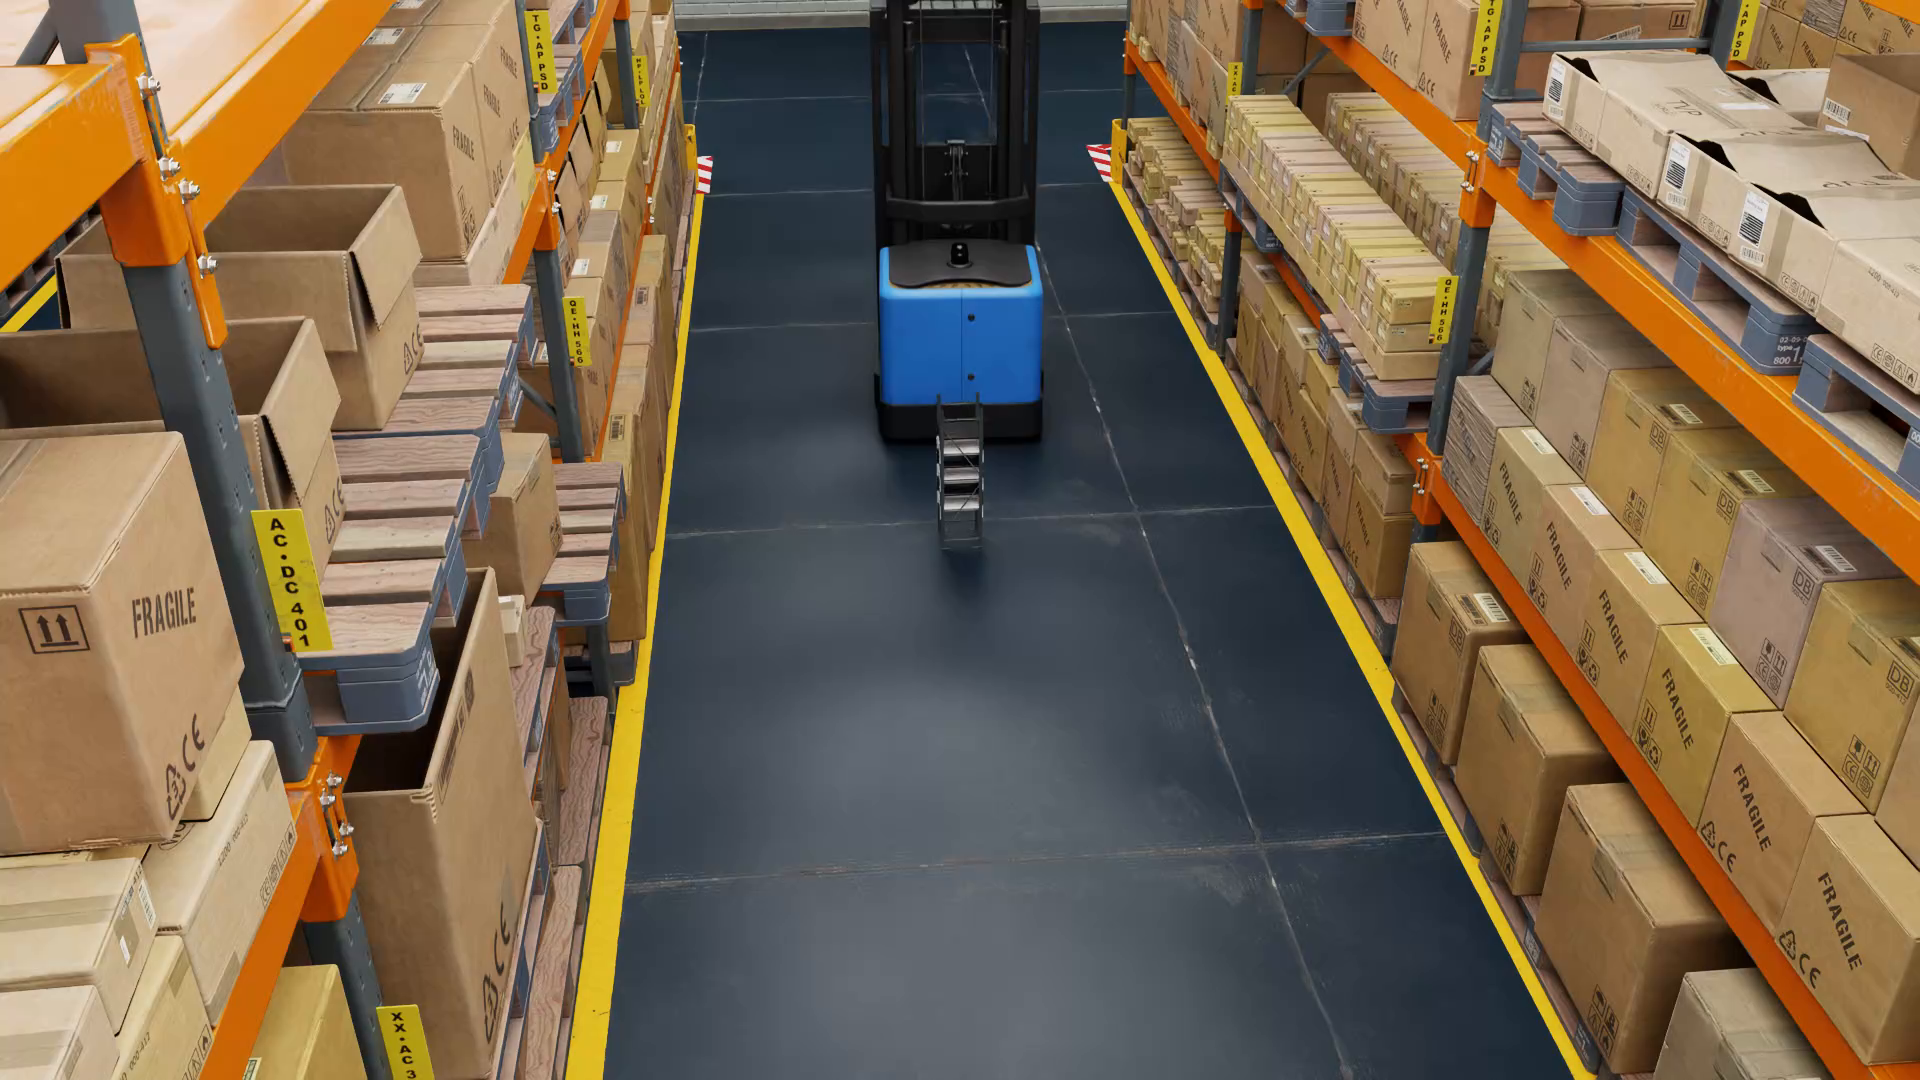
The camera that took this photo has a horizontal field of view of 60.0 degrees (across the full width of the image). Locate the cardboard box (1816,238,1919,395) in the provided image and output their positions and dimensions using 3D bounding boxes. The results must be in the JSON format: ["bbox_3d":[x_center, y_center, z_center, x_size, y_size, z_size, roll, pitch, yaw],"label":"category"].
[{"bbox_3d":[2.765,-0.630,4.594,0.500,0.250,0.500,-3,31,-5],"label":"cardboard box"}]

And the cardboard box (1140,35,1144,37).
[{"bbox_3d":[1.747,-4.273,14.224,0.380,0.149,0.250,-2,31,-3],"label":"cardboard box"}]

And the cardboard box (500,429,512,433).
[{"bbox_3d":[-2.132,-0.369,6.936,0.500,0.500,0.500,-6,31,-11],"label":"cardboard box"}]

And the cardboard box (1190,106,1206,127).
[{"bbox_3d":[1.939,-3.210,12.445,0.380,0.149,0.250,-4,31,-7],"label":"cardboard box"}]

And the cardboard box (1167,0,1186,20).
[{"bbox_3d":[1.886,-4.264,12.601,0.500,0.500,0.500,-4,31,-6],"label":"cardboard box"}]

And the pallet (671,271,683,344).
[{"bbox_3d":[-2.589,-1.656,12.318,1.003,0.211,1.213,-3,31,-5],"label":"pallet"}]

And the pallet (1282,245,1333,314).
[{"bbox_3d":[2.500,-1.532,9.577,1.003,0.211,1.213,-3,31,-5],"label":"pallet"}]

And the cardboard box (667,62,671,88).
[{"bbox_3d":[-2.512,-3.709,13.279,0.380,0.149,0.250,-3,31,-6],"label":"cardboard box"}]

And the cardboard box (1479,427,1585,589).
[{"bbox_3d":[2.549,-0.147,6.974,0.500,0.500,0.500,-3,31,-5],"label":"cardboard box"}]

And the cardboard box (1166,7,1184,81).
[{"bbox_3d":[1.907,-3.835,12.859,0.500,0.500,0.500,-4,31,-6],"label":"cardboard box"}]

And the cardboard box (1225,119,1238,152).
[{"bbox_3d":[1.930,-2.625,10.765,0.380,0.149,0.250,-2,31,-4],"label":"cardboard box"}]

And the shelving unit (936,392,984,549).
[{"bbox_3d":[-0.001,-0.390,9.527,0.258,0.900,0.210,-3,31,-5],"label":"shelving unit"}]

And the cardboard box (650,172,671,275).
[{"bbox_3d":[-2.578,-2.071,11.954,0.875,0.875,0.875,-3,31,-5],"label":"cardboard box"}]

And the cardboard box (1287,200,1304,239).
[{"bbox_3d":[2.079,-1.826,9.428,0.380,0.149,0.250,-3,31,-6],"label":"cardboard box"}]

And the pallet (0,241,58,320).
[{"bbox_3d":[-7.752,-2.025,12.935,1.003,0.211,1.213,-3,31,-5],"label":"pallet"}]

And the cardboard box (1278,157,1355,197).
[{"bbox_3d":[2.052,-2.092,9.583,0.380,0.149,0.250,-2,31,-3],"label":"cardboard box"}]

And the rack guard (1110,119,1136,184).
[{"bbox_3d":[1.985,-3.578,15.253,1.175,0.500,0.348,-3,31,-5],"label":"rack guard"}]

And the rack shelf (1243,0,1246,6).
[{"bbox_3d":[2.165,-4.648,12.383,1.077,0.370,4.000,-3,31,-5],"label":"rack shelf"}]

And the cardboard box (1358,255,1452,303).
[{"bbox_3d":[2.202,-1.290,8.240,0.380,0.149,0.250,-3,31,-5],"label":"cardboard box"}]

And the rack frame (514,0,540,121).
[{"bbox_3d":[-2.222,-2.995,5.989,1.000,3.000,0.127,-3,31,-5],"label":"rack frame"}]

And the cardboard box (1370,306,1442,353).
[{"bbox_3d":[2.226,-1.036,8.105,0.380,0.149,0.250,-2,31,-4],"label":"cardboard box"}]

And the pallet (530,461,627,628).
[{"bbox_3d":[-2.050,0.022,6.976,1.213,0.211,1.003,-3,31,-5],"label":"pallet"}]

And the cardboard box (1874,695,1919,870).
[{"bbox_3d":[3.047,0.711,4.562,0.700,0.500,0.500,-3,31,-5],"label":"cardboard box"}]

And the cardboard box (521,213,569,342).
[{"bbox_3d":[-2.275,-1.267,7.871,0.797,0.503,0.637,-2,31,-3],"label":"cardboard box"}]

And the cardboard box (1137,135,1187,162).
[{"bbox_3d":[1.730,-3.348,14.221,0.380,0.149,0.250,-3,31,-5],"label":"cardboard box"}]

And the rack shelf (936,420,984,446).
[{"bbox_3d":[-0.001,-0.594,9.405,0.258,0.077,0.200,-3,31,-5],"label":"rack shelf"}]

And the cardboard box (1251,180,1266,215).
[{"bbox_3d":[2.004,-2.100,10.176,0.380,0.149,0.250,-2,31,-4],"label":"cardboard box"}]

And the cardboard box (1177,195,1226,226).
[{"bbox_3d":[1.902,-2.554,12.892,0.380,0.149,0.250,-4,31,-7],"label":"cardboard box"}]

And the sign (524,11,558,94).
[{"bbox_3d":[-1.682,-1.954,6.667,0.100,0.325,0.005,-3,31,-5],"label":"sign"}]

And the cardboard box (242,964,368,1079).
[{"bbox_3d":[-1.533,1.239,3.388,0.500,0.500,0.500,-3,31,-5],"label":"cardboard box"}]

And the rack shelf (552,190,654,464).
[{"bbox_3d":[-2.409,-1.132,9.421,1.077,0.370,4.000,-3,31,-5],"label":"rack shelf"}]

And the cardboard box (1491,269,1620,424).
[{"bbox_3d":[2.757,-0.848,7.172,0.700,0.500,0.500,-3,31,-5],"label":"cardboard box"}]

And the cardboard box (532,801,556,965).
[{"bbox_3d":[-2.016,1.378,6.527,0.700,0.500,0.500,0,31,0],"label":"cardboard box"}]

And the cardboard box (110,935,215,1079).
[{"bbox_3d":[-1.508,0.887,2.562,0.500,0.250,0.500,-2,31,-3],"label":"cardboard box"}]

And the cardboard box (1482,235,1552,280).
[{"bbox_3d":[2.829,-1.441,8.493,0.380,0.149,0.250,-3,31,-5],"label":"cardboard box"}]

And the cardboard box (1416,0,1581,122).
[{"bbox_3d":[2.419,-2.216,7.512,0.500,0.500,0.500,-3,31,-5],"label":"cardboard box"}]

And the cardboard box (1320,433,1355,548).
[{"bbox_3d":[2.359,-0.301,9.358,0.500,0.500,0.500,-2,31,-3],"label":"cardboard box"}]

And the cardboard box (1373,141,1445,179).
[{"bbox_3d":[2.676,-2.251,9.849,0.380,0.149,0.250,-4,31,-6],"label":"cardboard box"}]

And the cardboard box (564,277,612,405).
[{"bbox_3d":[-2.047,-0.987,8.380,0.500,0.500,0.500,-4,31,-6],"label":"cardboard box"}]

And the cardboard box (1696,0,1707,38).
[{"bbox_3d":[6.731,-4.506,14.271,0.500,0.500,0.500,-3,31,-5],"label":"cardboard box"}]

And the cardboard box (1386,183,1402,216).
[{"bbox_3d":[2.712,-1.981,9.688,0.380,0.149,0.250,-3,31,-4],"label":"cardboard box"}]

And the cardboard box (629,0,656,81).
[{"bbox_3d":[-2.478,-3.621,12.012,0.500,0.500,0.500,-4,31,-6],"label":"cardboard box"}]

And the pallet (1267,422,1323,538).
[{"bbox_3d":[2.543,-0.429,10.262,1.003,0.211,1.213,-3,31,-5],"label":"pallet"}]

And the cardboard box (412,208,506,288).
[{"bbox_3d":[-1.830,-0.903,5.558,0.500,0.250,0.500,-2,31,-3],"label":"cardboard box"}]

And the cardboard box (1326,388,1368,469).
[{"bbox_3d":[2.342,-0.628,9.174,0.500,0.250,0.500,-2,31,-4],"label":"cardboard box"}]

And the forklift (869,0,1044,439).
[{"bbox_3d":[-0.043,-2.630,11.295,1.130,2.935,3.031,-1,31,-2],"label":"forklift"}]

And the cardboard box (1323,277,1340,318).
[{"bbox_3d":[2.156,-1.293,8.826,0.380,0.149,0.250,-3,31,-5],"label":"cardboard box"}]

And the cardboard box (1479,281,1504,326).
[{"bbox_3d":[2.853,-1.200,8.380,0.380,0.149,0.250,-1,31,-2],"label":"cardboard box"}]

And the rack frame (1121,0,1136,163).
[{"bbox_3d":[1.978,-4.690,14.677,1.000,3.000,0.127,-3,31,-5],"label":"rack frame"}]

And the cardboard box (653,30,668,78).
[{"bbox_3d":[-2.566,-3.814,13.066,0.500,0.250,0.500,-4,31,-6],"label":"cardboard box"}]

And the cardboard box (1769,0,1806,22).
[{"bbox_3d":[6.817,-4.412,13.138,0.500,0.500,0.500,-3,31,-4],"label":"cardboard box"}]

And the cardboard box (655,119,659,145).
[{"bbox_3d":[-2.369,-2.923,11.965,0.380,0.149,0.250,-4,31,-6],"label":"cardboard box"}]

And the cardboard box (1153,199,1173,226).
[{"bbox_3d":[1.814,-2.714,13.740,0.380,0.149,0.250,-4,31,-7],"label":"cardboard box"}]

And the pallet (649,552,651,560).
[{"bbox_3d":[-2.332,-0.250,9.963,1.003,0.211,1.213,-3,31,-5],"label":"pallet"}]
